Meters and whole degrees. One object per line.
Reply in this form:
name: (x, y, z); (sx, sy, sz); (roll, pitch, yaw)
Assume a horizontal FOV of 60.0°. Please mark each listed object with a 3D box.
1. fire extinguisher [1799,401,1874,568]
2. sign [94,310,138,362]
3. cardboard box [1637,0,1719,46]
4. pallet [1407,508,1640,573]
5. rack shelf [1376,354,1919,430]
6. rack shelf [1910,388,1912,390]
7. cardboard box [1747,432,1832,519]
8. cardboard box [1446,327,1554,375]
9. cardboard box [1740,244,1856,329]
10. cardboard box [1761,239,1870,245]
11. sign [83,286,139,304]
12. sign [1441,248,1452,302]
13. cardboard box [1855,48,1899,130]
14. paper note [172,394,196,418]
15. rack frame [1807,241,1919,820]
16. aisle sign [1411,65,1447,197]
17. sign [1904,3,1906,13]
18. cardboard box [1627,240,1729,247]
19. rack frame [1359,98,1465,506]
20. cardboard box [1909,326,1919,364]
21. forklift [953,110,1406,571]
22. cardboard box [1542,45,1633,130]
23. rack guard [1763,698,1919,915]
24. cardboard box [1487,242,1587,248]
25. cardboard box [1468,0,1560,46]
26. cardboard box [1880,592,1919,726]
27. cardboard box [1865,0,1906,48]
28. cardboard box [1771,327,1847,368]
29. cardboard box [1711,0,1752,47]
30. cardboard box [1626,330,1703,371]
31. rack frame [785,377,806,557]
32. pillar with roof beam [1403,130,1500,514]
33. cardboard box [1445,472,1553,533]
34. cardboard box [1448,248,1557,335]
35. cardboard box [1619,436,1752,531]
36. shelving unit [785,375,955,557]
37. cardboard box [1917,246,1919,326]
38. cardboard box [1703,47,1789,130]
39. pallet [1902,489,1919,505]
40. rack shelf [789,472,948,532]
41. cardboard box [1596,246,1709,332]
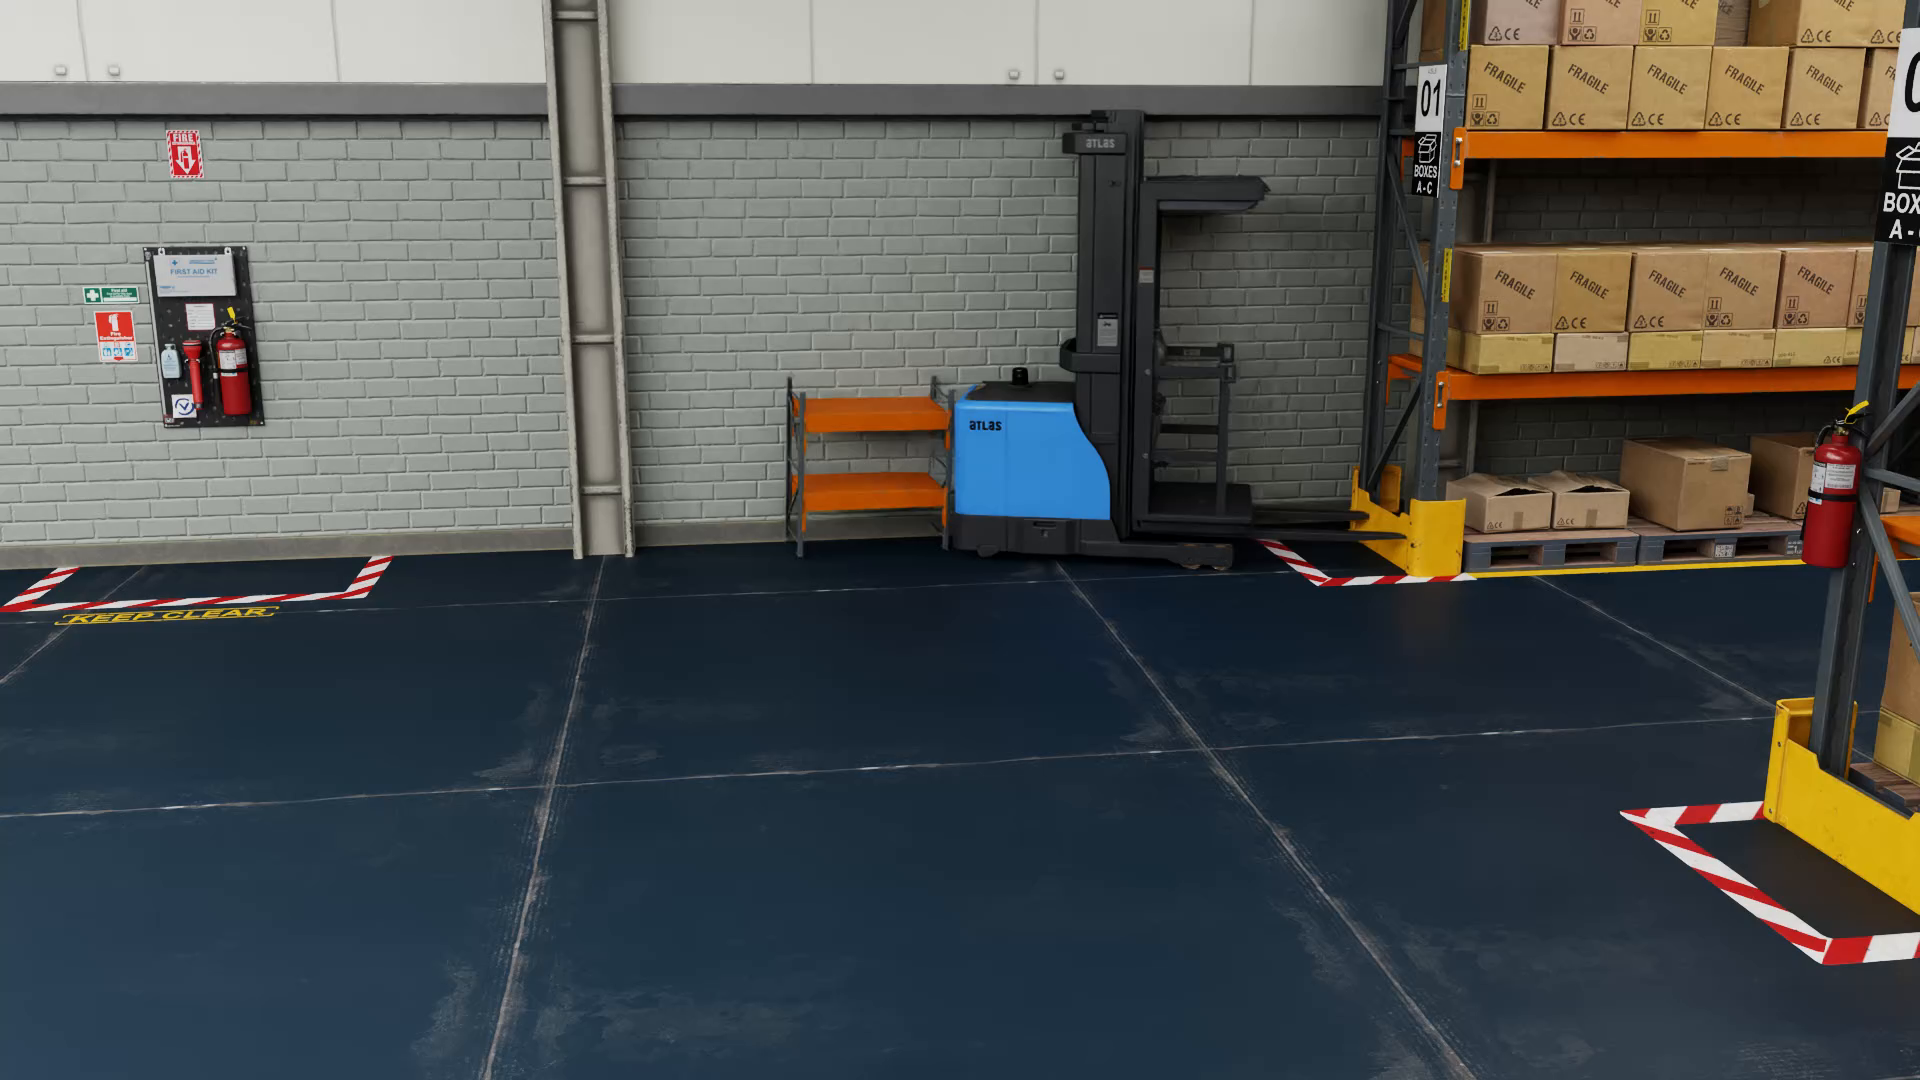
fire extinguisher: (3.497, -0.234, 6.646); (0.183, 0.674, 0.296); (-2, 14, -8)
sign: (-5.440, -1.313, 10.717); (0.234, 0.329, 0.001); (-2, 14, -8)
cardboard box: (4.367, -3.336, 10.389); (0.500, 0.500, 0.500); (-2, 14, -7)
pallet: (3.825, -0.026, 11.393); (1.213, 0.211, 1.003); (-2, 14, -8)
rack shelf: (4.919, -1.079, 11.335); (4.000, 0.370, 1.077); (-2, 14, -8)
rack shelf: (8.874, -1.224, 11.913); (4.000, 0.370, 1.077); (-2, 14, -8)
cardboard box: (5.876, -0.454, 11.599); (0.500, 0.500, 0.500); (-3, 14, -13)
cardboard box: (3.471, -1.233, 10.741); (0.500, 0.250, 0.500); (-3, 14, -10)
cardboard box: (5.483, -1.674, 10.956); (0.500, 0.500, 0.500); (-3, 14, -10)
cardboard box: (5.888, -1.816, 11.523); (0.500, 0.500, 0.500); (-2, 14, -9)
sign: (-5.434, -1.568, 10.644); (0.331, 0.109, 0.001); (-2, 14, -8)
sign: (3.022, -1.644, 10.333); (0.005, 0.325, 0.100); (-2, 14, -8)
cardboard box: (5.932, -2.920, 10.786); (0.500, 0.500, 0.500); (-3, 14, -13)
paper note: (-5.063, -0.874, 10.850); (0.142, 0.148, 0.016); (-2, 14, -8)
rack frame: (3.683, -0.164, 6.208); (0.127, 3.000, 1.000); (-2, 14, -8)
aisle sign: (2.914, -2.541, 10.344); (0.004, 0.787, 0.394); (-2, 14, -8)
sign: (3.616, -2.141, 6.268); (0.005, 0.325, 0.100); (-2, 14, -8)
cardboard box: (4.883, -1.778, 11.370); (0.500, 0.500, 0.500); (-2, 14, -8)
rack frame: (2.941, -1.355, 10.959); (0.127, 3.000, 1.000); (-2, 14, -8)
cardboard box: (6.473, -1.347, 11.193); (0.500, 0.250, 0.500); (-2, 14, -8)
forklift: (1.514, -1.360, 11.119); (3.031, 2.935, 1.130); (2, 14, 8)
cardboard box: (3.845, -2.831, 10.431); (0.500, 0.500, 0.500); (-1, 14, -5)
rack guard: (3.659, 1.050, 6.509); (0.348, 0.500, 1.175); (-2, 14, -8)
cardboard box: (3.875, -1.740, 11.219); (0.500, 0.500, 0.500); (-2, 14, -8)
cardboard box: (3.358, -3.309, 10.281); (0.500, 0.500, 0.500); (-3, 14, -12)
cardboard box: (4.169, 0.512, 6.763); (0.500, 0.500, 0.500); (-2, 14, -8)
cardboard box: (5.898, -3.392, 10.614); (0.500, 0.500, 0.500); (-1, 14, -5)
cardboard box: (5.484, -1.309, 11.042); (0.500, 0.250, 0.500); (-2, 14, -9)
cardboard box: (4.855, -3.483, 10.976); (0.500, 0.500, 0.500); (-2, 14, -8)
cardboard box: (4.487, -1.273, 10.897); (0.500, 0.250, 0.500); (-2, 14, -9)
rack frame: (-1.116, -0.497, 11.232); (0.032, 1.125, 0.500); (-2, 17, -16)
pillar with roof beam: (4.146, -3.463, 7.031); (0.400, 9.000, 9.100); (-2, 14, -8)
cardboard box: (3.639, -0.268, 11.246); (0.500, 0.311, 0.500); (-4, 15, -15)
cardboard box: (3.458, -1.601, 10.664); (0.500, 0.500, 0.500); (-2, 14, -8)
cardboard box: (4.935, -0.395, 11.363); (0.500, 0.500, 0.700); (-3, 14, -12)
shelving unit: (-0.628, -0.517, 11.374); (1.048, 1.125, 0.538); (-2, 17, -16)
cardboard box: (6.475, -1.709, 11.097); (0.500, 0.500, 0.500); (-2, 14, -8)
cardboard box: (4.885, -2.875, 10.608); (0.500, 0.500, 0.500); (-1, 14, -5)
pallet: (7.666, -0.176, 11.990); (1.213, 0.211, 1.003); (-2, 14, -8)
rack shelf: (-0.639, -0.283, 11.445); (1.000, 0.278, 0.538); (-2, 17, -16)
cardboard box: (4.460, -1.634, 10.795); (0.500, 0.500, 0.500); (-3, 14, -10)
